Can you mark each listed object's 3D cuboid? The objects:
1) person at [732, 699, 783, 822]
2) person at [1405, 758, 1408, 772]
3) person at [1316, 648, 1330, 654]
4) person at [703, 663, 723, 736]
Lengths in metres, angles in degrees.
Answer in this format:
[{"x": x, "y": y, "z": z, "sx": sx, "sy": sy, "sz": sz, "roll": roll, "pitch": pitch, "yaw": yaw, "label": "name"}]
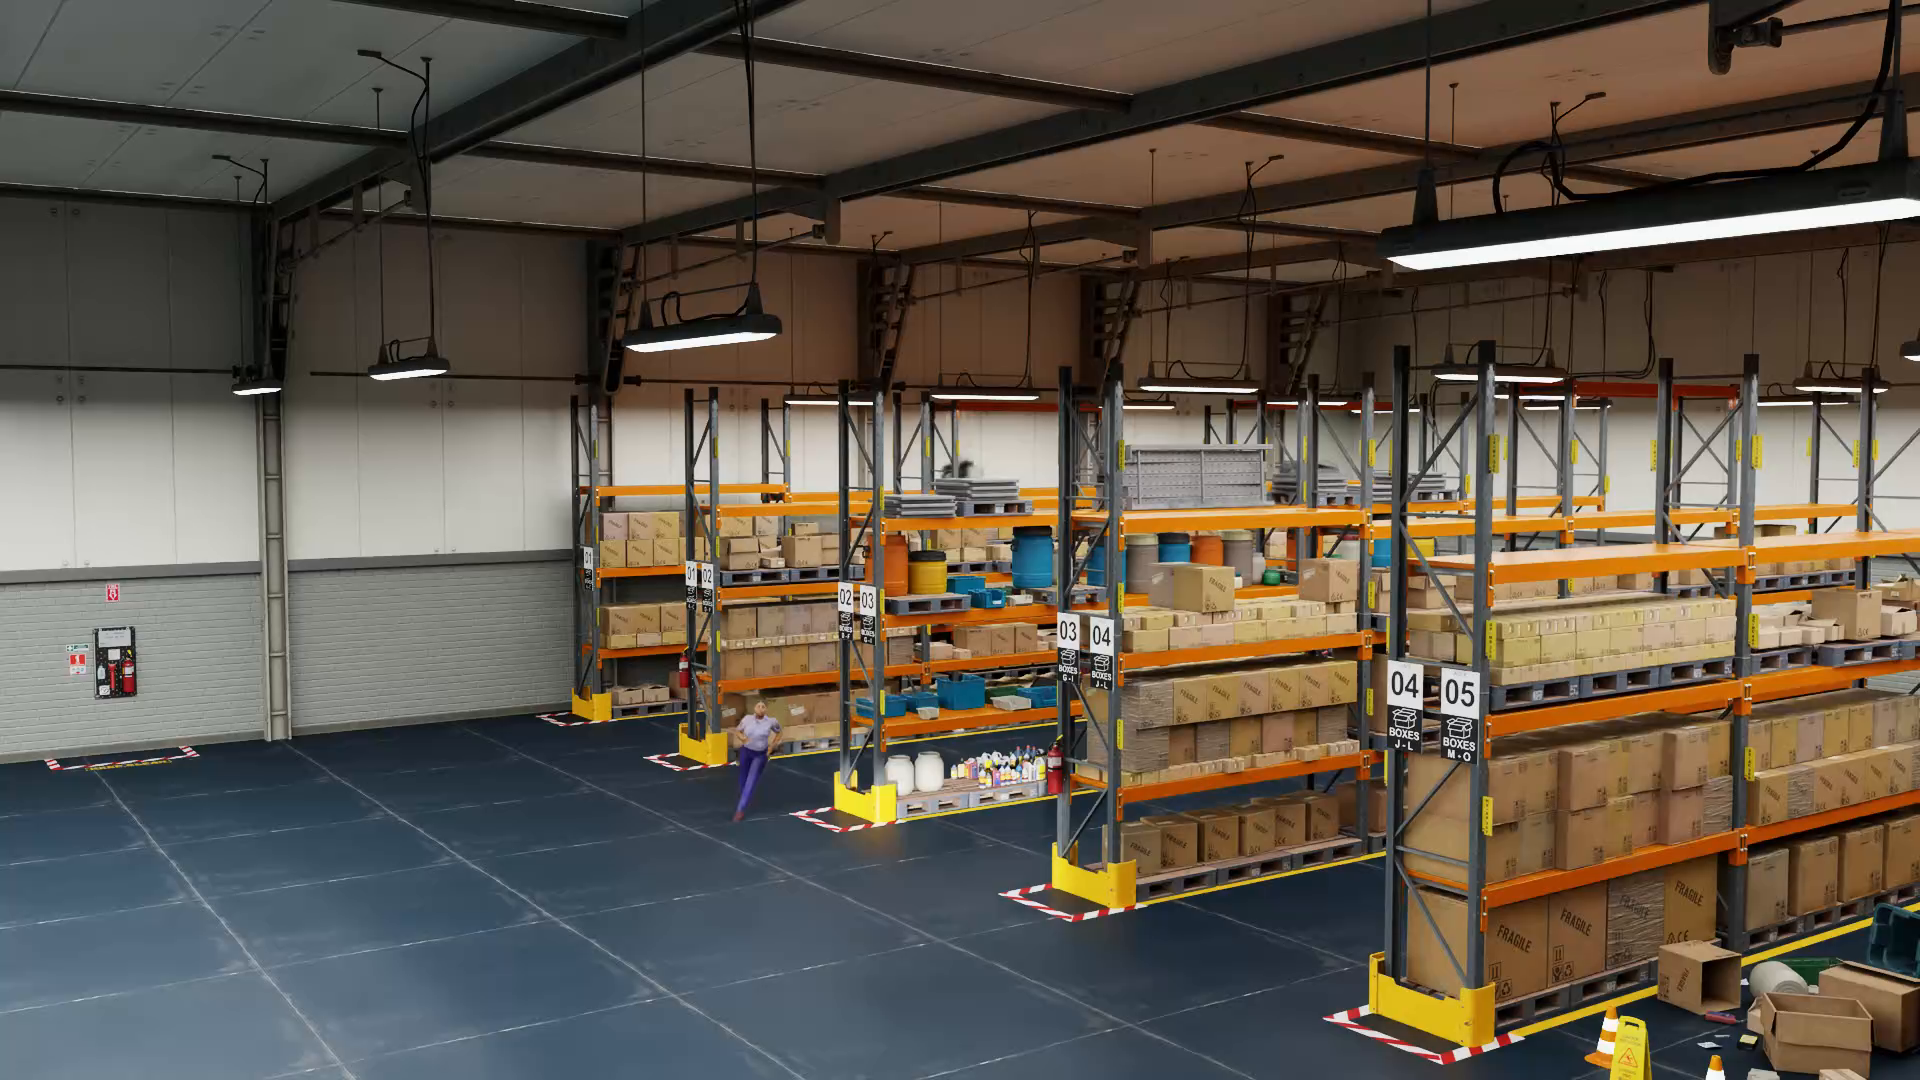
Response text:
[{"x": -2.786, "y": 2.985, "z": 22.833, "sx": 0.644, "sy": 1.635, "sz": 0.887, "roll": 1, "pitch": 3, "yaw": 10, "label": "person"}, {"x": 7.031, "y": 2.795, "z": 25.664, "sx": 0.704, "sy": 1.645, "sz": 0.576, "roll": -3, "pitch": 5, "yaw": -43, "label": "person"}, {"x": 6.811, "y": 2.388, "z": 31.871, "sx": 0.734, "sy": 1.774, "sz": 0.639, "roll": -3, "pitch": 5, "yaw": -43, "label": "person"}, {"x": -4.229, "y": 2.581, "z": 29.104, "sx": 0.619, "sy": 1.663, "sz": 0.684, "roll": 3, "pitch": 4, "yaw": 38, "label": "person"}]
